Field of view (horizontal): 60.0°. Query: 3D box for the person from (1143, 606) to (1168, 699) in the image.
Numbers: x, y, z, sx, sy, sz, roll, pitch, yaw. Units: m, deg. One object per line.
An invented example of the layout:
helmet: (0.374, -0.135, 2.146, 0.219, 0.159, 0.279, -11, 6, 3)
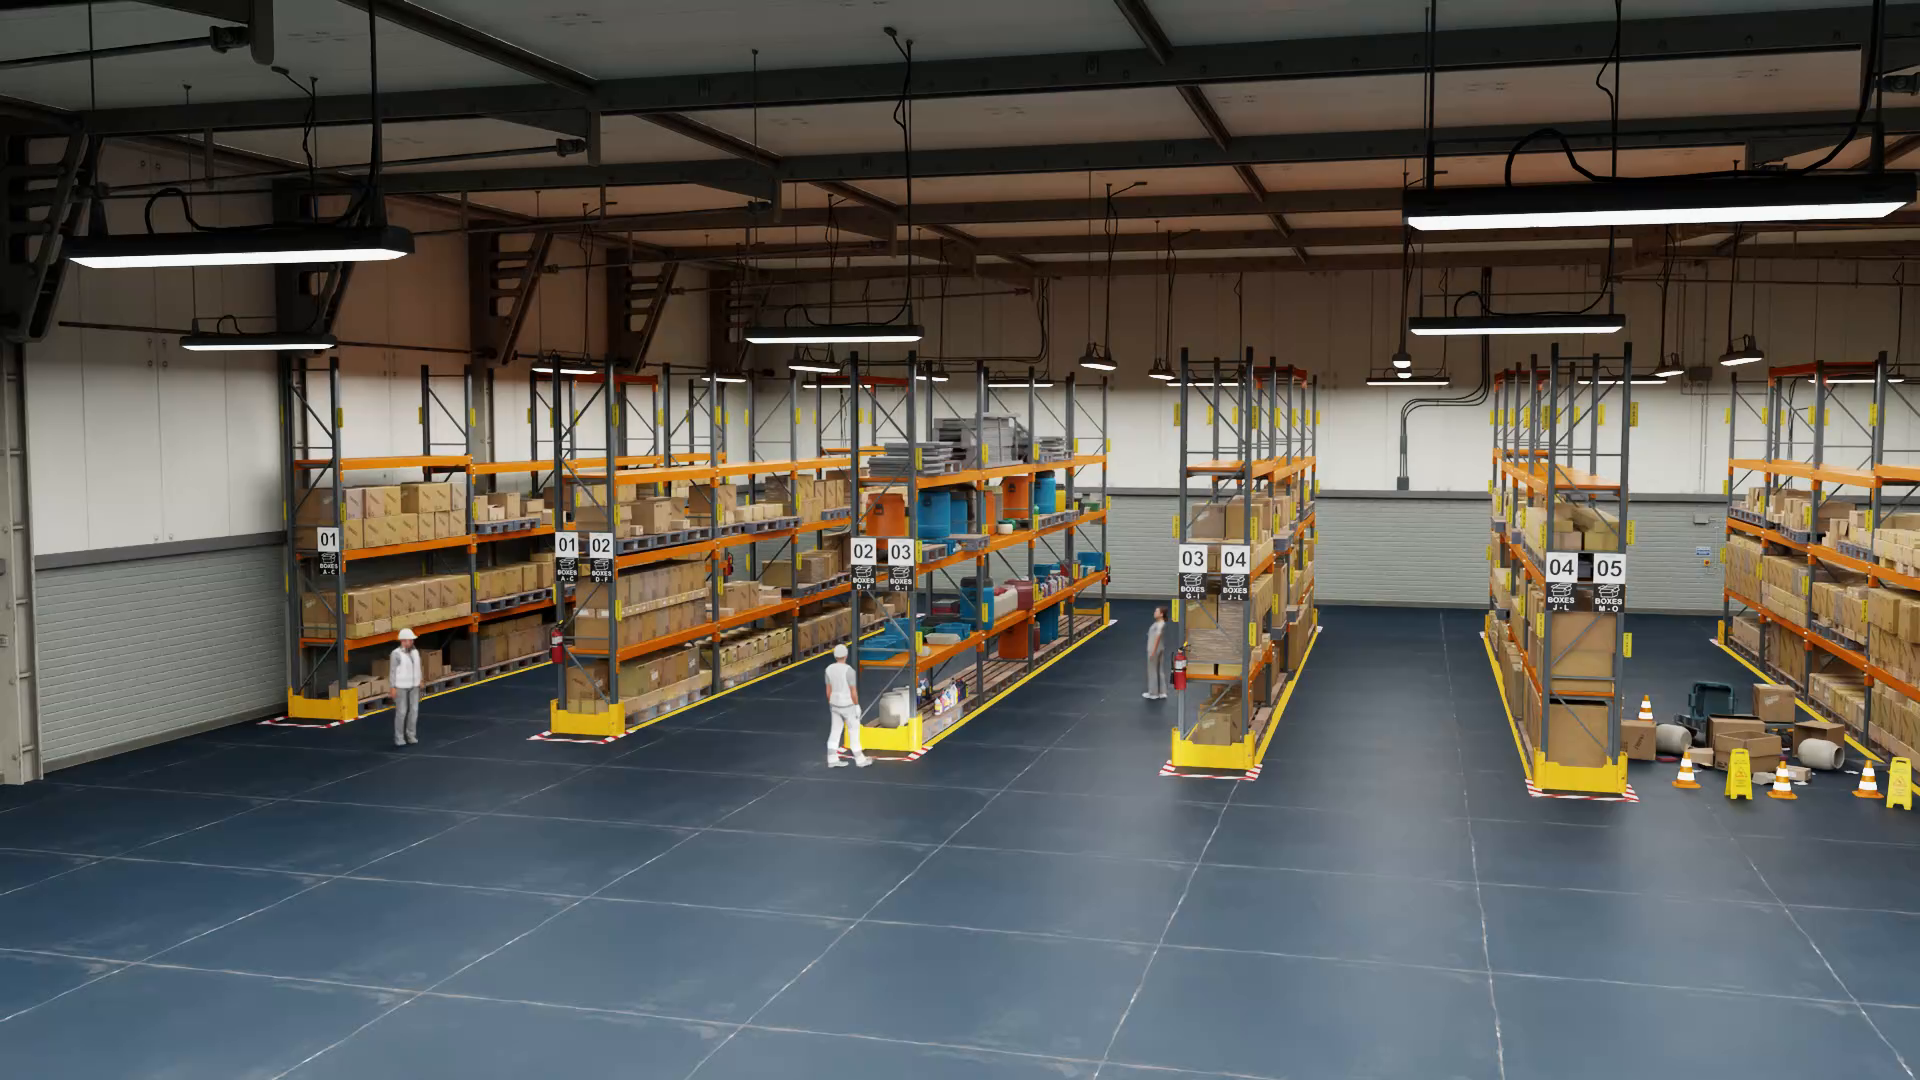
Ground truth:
person: (3.490, 2.004, 29.654, 0.449, 1.679, 0.541, 2, 5, 31)

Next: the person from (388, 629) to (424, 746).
person: (-8.488, 2.247, 25.504, 0.409, 1.791, 0.574, 3, 5, 33)

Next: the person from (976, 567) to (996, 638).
person: (0.421, 1.392, 37.130, 0.608, 1.712, 1.166, 3, 5, 33)

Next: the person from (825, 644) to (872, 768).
person: (-1.583, 2.365, 23.841, 0.643, 1.780, 0.536, -3, 5, -37)
